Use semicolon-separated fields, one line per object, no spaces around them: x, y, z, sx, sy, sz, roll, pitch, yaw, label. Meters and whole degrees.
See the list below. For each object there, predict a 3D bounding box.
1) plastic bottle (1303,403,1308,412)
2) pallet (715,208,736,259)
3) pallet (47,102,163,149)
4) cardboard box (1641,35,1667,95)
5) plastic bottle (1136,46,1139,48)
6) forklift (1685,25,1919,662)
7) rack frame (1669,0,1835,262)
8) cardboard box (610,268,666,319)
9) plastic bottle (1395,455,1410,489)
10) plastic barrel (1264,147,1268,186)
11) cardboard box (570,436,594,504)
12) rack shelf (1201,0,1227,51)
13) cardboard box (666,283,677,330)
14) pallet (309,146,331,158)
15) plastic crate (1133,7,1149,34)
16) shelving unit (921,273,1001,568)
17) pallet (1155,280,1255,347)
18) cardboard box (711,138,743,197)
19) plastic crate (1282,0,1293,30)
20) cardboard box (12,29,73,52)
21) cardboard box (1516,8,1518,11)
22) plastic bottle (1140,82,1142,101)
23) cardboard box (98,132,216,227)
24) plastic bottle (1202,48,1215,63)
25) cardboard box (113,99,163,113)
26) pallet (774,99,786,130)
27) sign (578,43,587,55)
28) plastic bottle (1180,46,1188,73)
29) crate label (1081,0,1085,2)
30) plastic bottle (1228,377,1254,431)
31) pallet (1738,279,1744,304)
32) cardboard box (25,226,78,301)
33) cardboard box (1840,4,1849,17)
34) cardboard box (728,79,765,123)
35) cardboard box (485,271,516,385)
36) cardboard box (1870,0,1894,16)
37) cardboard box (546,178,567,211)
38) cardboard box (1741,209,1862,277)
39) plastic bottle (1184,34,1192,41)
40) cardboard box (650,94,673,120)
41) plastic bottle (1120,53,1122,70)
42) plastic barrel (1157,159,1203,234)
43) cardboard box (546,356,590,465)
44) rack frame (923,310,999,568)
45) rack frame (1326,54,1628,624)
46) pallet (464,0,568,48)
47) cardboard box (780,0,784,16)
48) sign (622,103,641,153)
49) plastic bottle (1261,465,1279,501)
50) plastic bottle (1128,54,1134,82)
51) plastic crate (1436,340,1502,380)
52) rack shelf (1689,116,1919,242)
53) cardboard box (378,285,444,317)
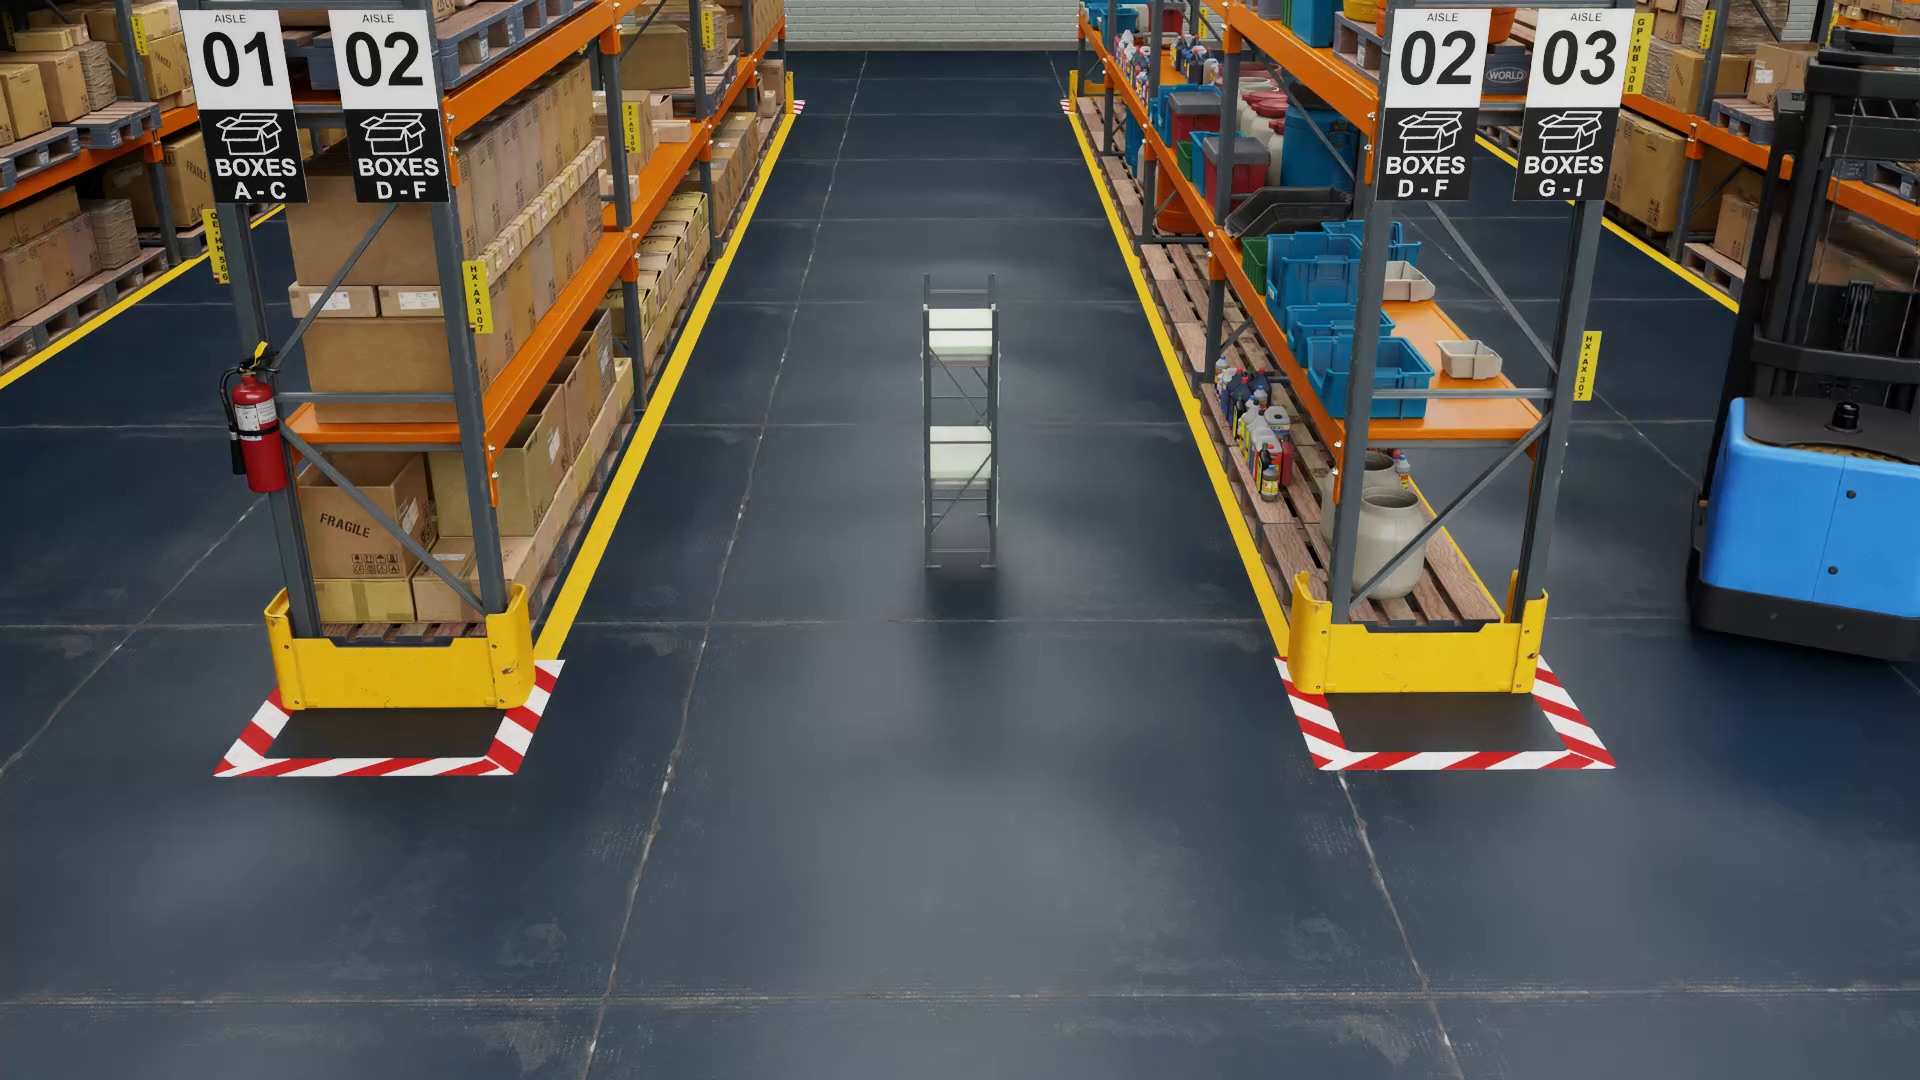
2.381;-1.036;11.081;0.144;0.351;0.185;0;24;-1;plastic bottle
-2.738;-2.972;16.065;1.003;0.211;1.213;0;24;-1;pallet
-7.606;-3.530;14.149;1.213;0.211;1.003;0;24;-1;pallet
6.877;-4.645;16.259;0.500;0.500;0.500;-1;24;-2;cardboard box
1.895;-5.178;17.801;0.097;0.201;0.097;0;24;0;plastic bottle
4.854;-1.309;9.087;1.130;2.935;3.031;10;26;21;forklift
7.139;-3.978;14.905;1.000;3.000;0.127;0;24;-1;rack frame
-2.479;-1.858;12.365;0.500;0.311;0.500;-1;24;-1;cardboard box
2.565;-0.365;9.694;0.097;0.271;0.097;0;24;0;plastic bottle
2.369;-2.790;12.447;0.301;0.262;0.301;0;24;0;plastic barrel
-2.478;-0.417;9.859;0.500;0.250;0.500;0;24;-1;cardboard box
2.208;-4.170;12.564;1.077;0.370;4.000;0;24;-1;rack shelf
-2.493;-1.817;12.953;0.500;0.250;0.500;-1;24;-2;cardboard box
-7.694;-4.602;19.670;1.003;0.211;1.213;0;24;-1;pallet
2.310;-6.207;19.905;0.437;0.282;0.530;0;24;-1;plastic crate
0.000;-0.681;9.435;0.431;1.500;0.755;0;24;-1;shelving unit
2.166;-1.864;13.616;1.003;0.211;1.213;0;24;-1;pallet
-2.509;-3.823;17.062;0.500;0.500;0.500;-1;24;-2;cardboard box
1.974;-2.926;9.197;0.336;0.188;0.450;0;24;-1;plastic crate
-7.668;-4.178;13.906;0.380;0.149;0.250;-4;25;-9;cardboard box
6.814;-6.298;19.855;0.500;0.250;0.500;0;24;1;cardboard box
1.766;-4.293;15.843;0.097;0.201;0.097;0;24;0;plastic bottle
-7.597;-3.427;15.785;0.750;0.750;0.750;-1;24;-1;cardboard box
2.492;-4.750;16.673;0.144;0.351;0.185;0;24;-1;plastic bottle
-7.493;-3.942;15.107;0.380;0.149;0.250;-1;24;-1;cardboard box
-2.844;-5.601;21.878;1.003;0.211;1.213;0;24;-1;pallet
-3.310;-4.420;14.574;0.100;0.325;0.005;0;24;-1;sign
2.355;-5.018;17.360;0.097;0.271;0.097;0;24;0;plastic bottle
1.772;-7.100;21.939;0.416;0.233;0.303;0;24;-1;crate label
1.825;-0.889;10.755;0.144;0.351;0.185;-1;24;-3;plastic bottle
7.156;-1.884;13.659;1.003;0.211;1.213;0;24;-1;pallet
-7.737;-2.259;13.604;0.700;0.500;0.500;0;24;-1;cardboard box
11.732;-6.901;21.673;0.380;0.149;0.250;1;24;1;cardboard box
-2.836;-5.420;20.590;0.797;0.503;0.637;0;24;-1;cardboard box
-2.683;-1.093;8.405;0.700;0.500;0.500;0;24;1;cardboard box
11.765;-6.828;20.724;0.500;0.500;0.500;0;24;0;cardboard box
-2.494;-1.993;9.609;0.380;0.149;0.250;0;24;1;cardboard box
7.185;-2.535;14.214;0.700;0.500;0.500;-2;24;-5;cardboard box
2.470;-5.386;18.170;0.152;0.276;0.135;0;24;-1;plastic bottle
-2.807;-3.744;14.497;0.500;0.311;0.500;1;24;3;cardboard box
1.745;-5.082;17.588;0.097;0.201;0.097;0;24;0;plastic bottle
2.164;-3.360;15.662;0.600;0.830;0.708;0;24;-1;plastic barrel
-2.477;-0.759;9.704;0.500;0.500;0.500;0;24;-1;cardboard box
0.004;-0.530;9.101;0.400;1.500;0.023;0;24;-1;rack frame
2.273;-0.659;7.567;1.000;3.000;0.127;0;24;-1;rack frame
-2.678;-2.760;8.680;1.003;0.211;1.213;0;24;-1;pallet
-2.577;-7.094;21.673;0.500;0.500;0.500;0;24;1;cardboard box
-2.169;-2.720;10.978;0.100;0.325;0.005;0;24;-1;sign
1.815;-0.339;9.722;0.097;0.201;0.097;0;24;0;plastic bottle
1.754;-4.788;16.852;0.097;0.271;0.097;0;24;0;plastic bottle
2.585;-0.909;8.440;0.298;0.136;0.250;0;24;-1;plastic crate
7.160;-2.826;13.231;1.077;0.370;4.000;0;24;-1;rack shelf
-2.469;-1.142;7.727;0.380;0.149;0.250;0;24;-1;cardboard box
